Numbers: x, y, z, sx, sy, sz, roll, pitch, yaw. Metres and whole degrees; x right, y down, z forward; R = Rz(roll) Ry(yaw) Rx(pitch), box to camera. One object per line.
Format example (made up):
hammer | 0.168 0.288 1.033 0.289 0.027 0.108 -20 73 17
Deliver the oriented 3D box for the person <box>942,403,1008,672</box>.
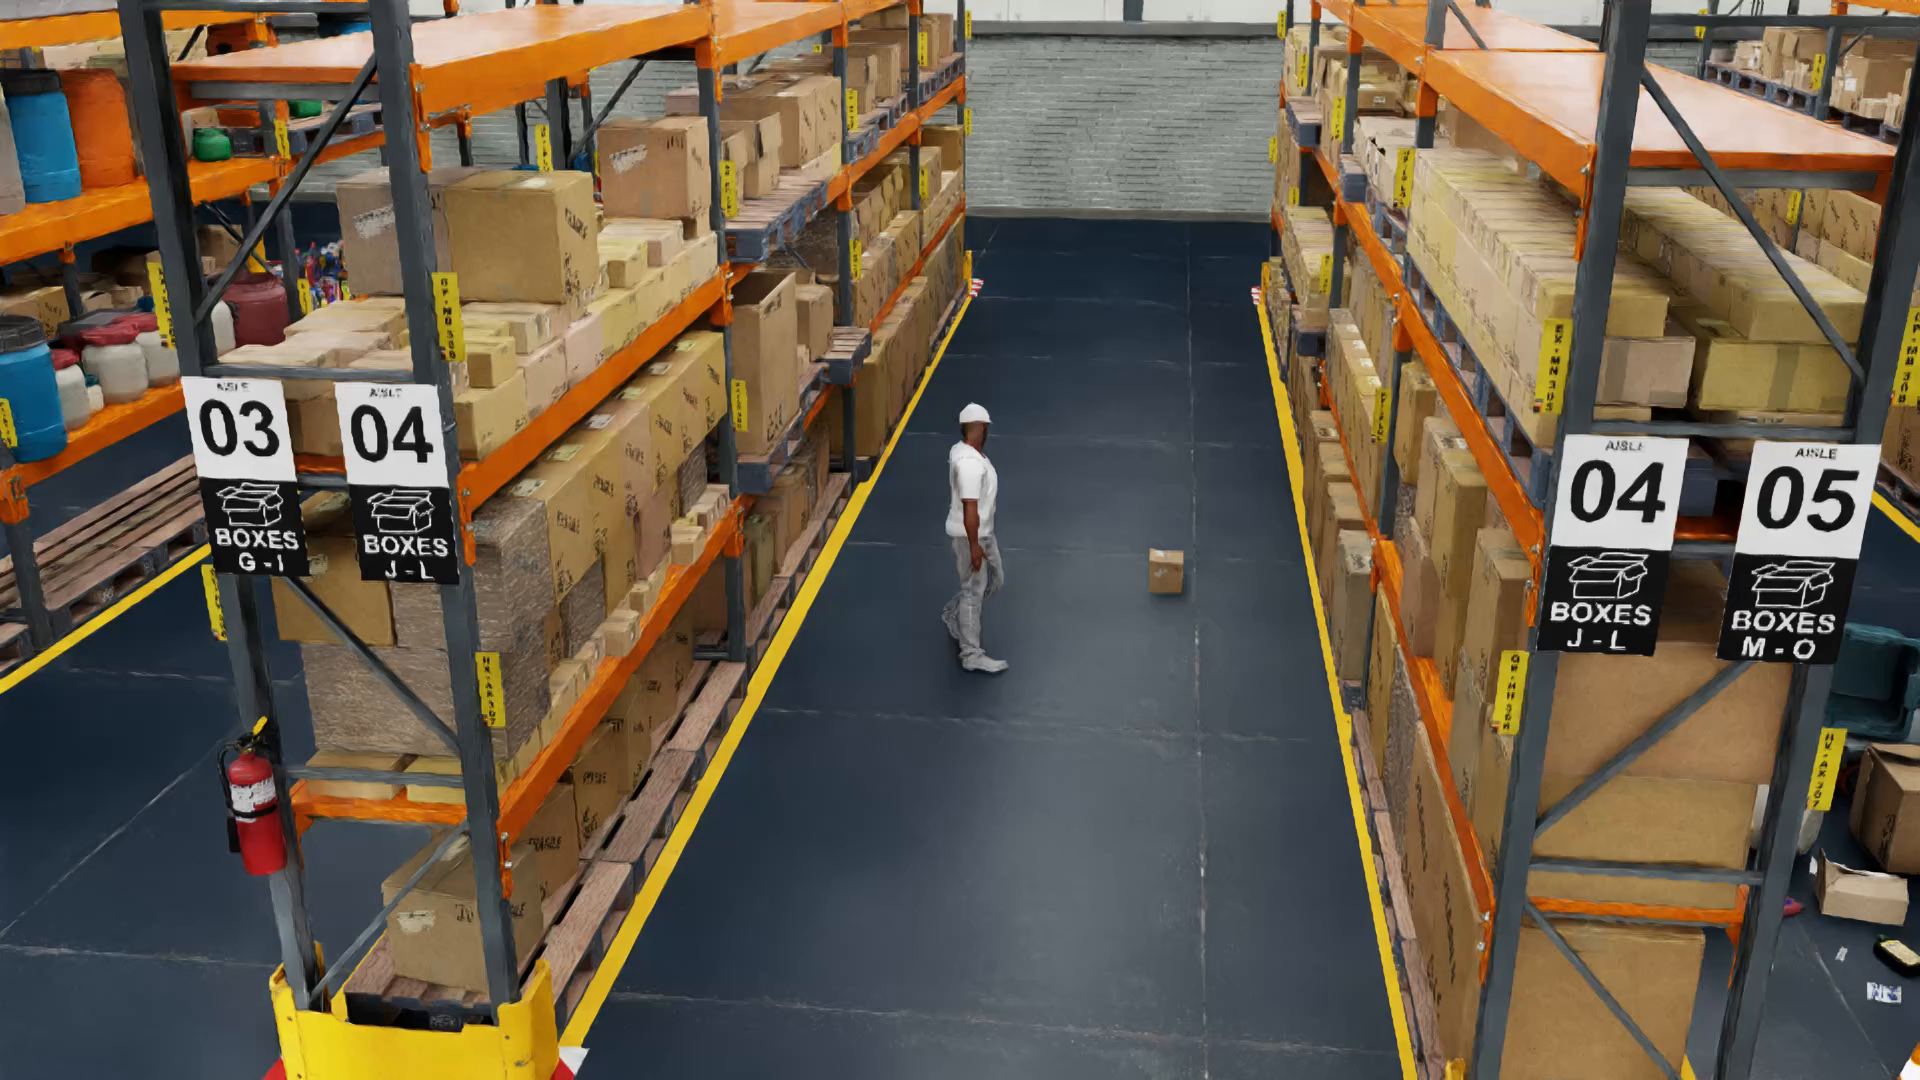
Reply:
person | 0.099 -0.038 11.182 0.523 1.727 0.680 3 21 7
